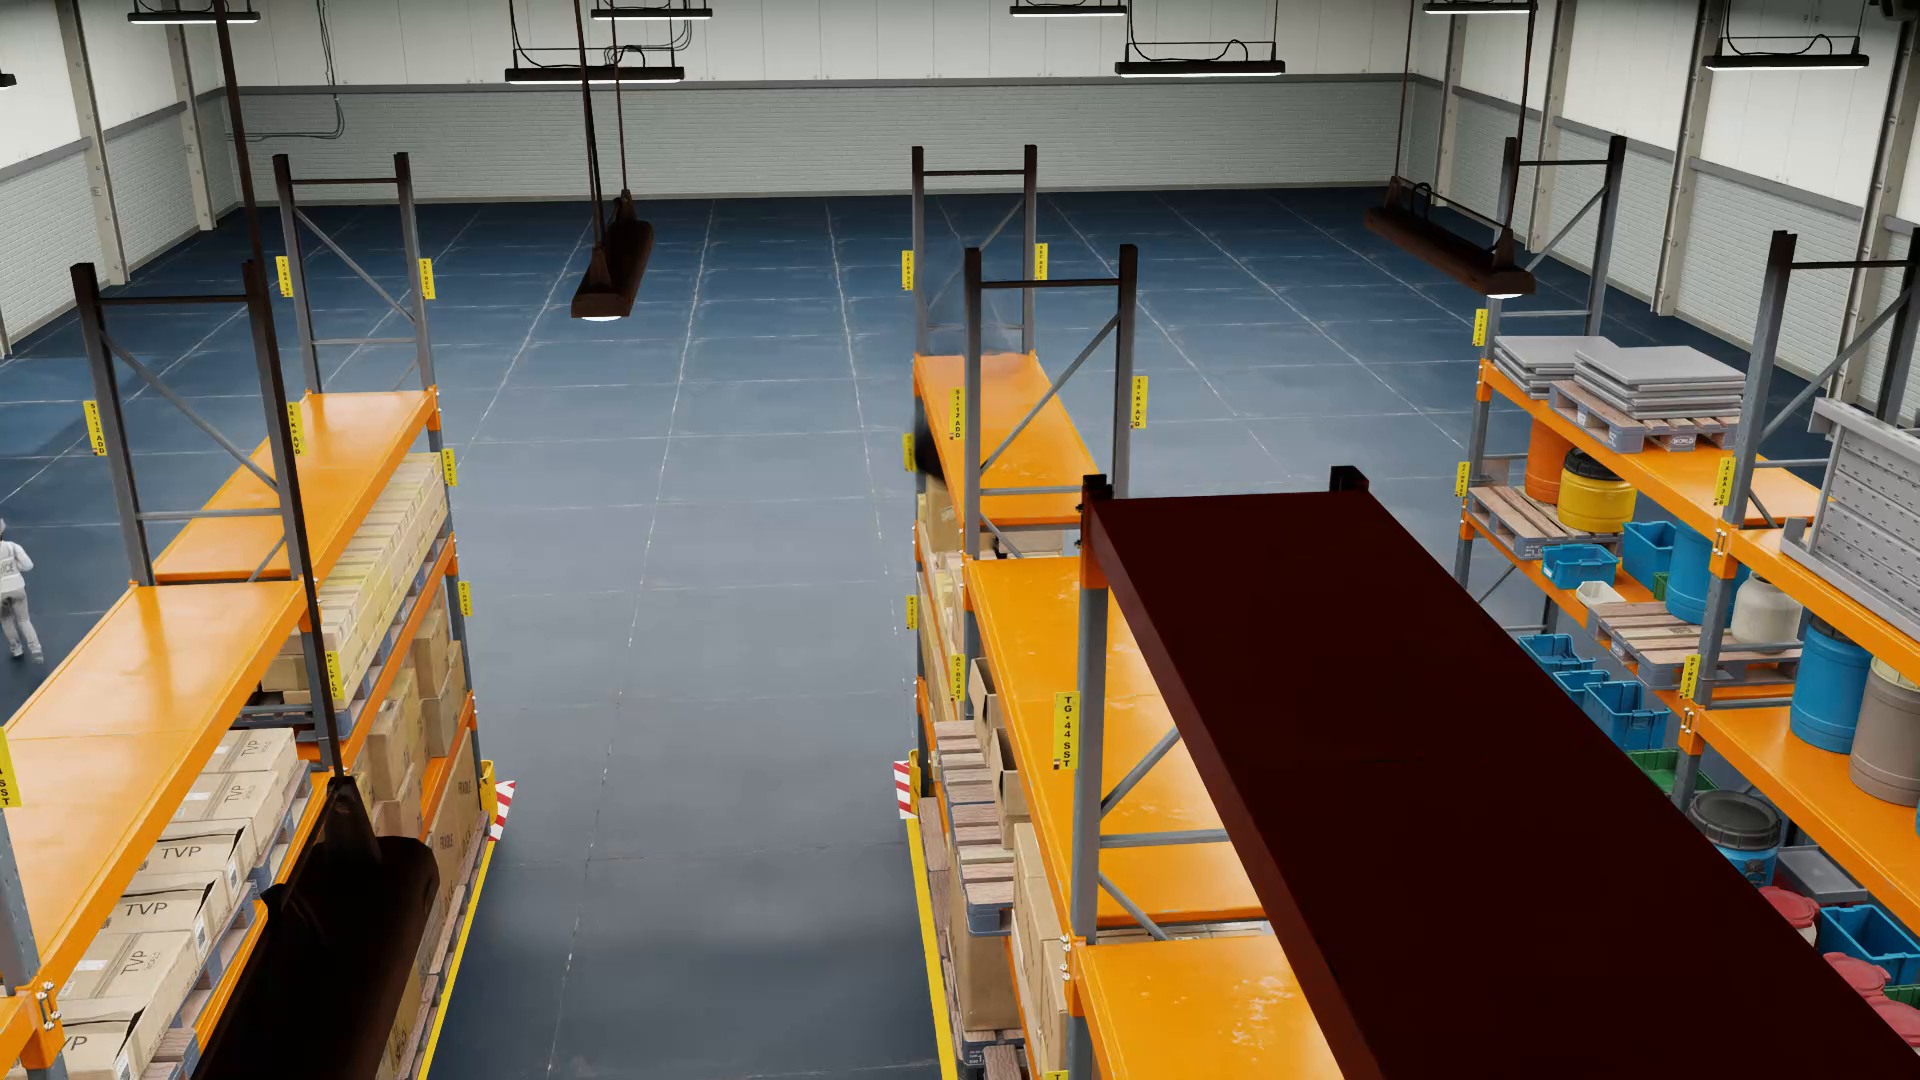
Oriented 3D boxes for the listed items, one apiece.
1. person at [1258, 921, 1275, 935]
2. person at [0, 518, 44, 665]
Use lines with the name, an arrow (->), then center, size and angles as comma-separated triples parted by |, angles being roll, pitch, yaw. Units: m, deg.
person -> 2.172, 3.055, 11.560 | 0.655, 1.774, 0.845 | -2, 22, -6
person -> -10.243, 0.592, 17.866 | 0.625, 1.708, 0.920 | -14, 25, -31
